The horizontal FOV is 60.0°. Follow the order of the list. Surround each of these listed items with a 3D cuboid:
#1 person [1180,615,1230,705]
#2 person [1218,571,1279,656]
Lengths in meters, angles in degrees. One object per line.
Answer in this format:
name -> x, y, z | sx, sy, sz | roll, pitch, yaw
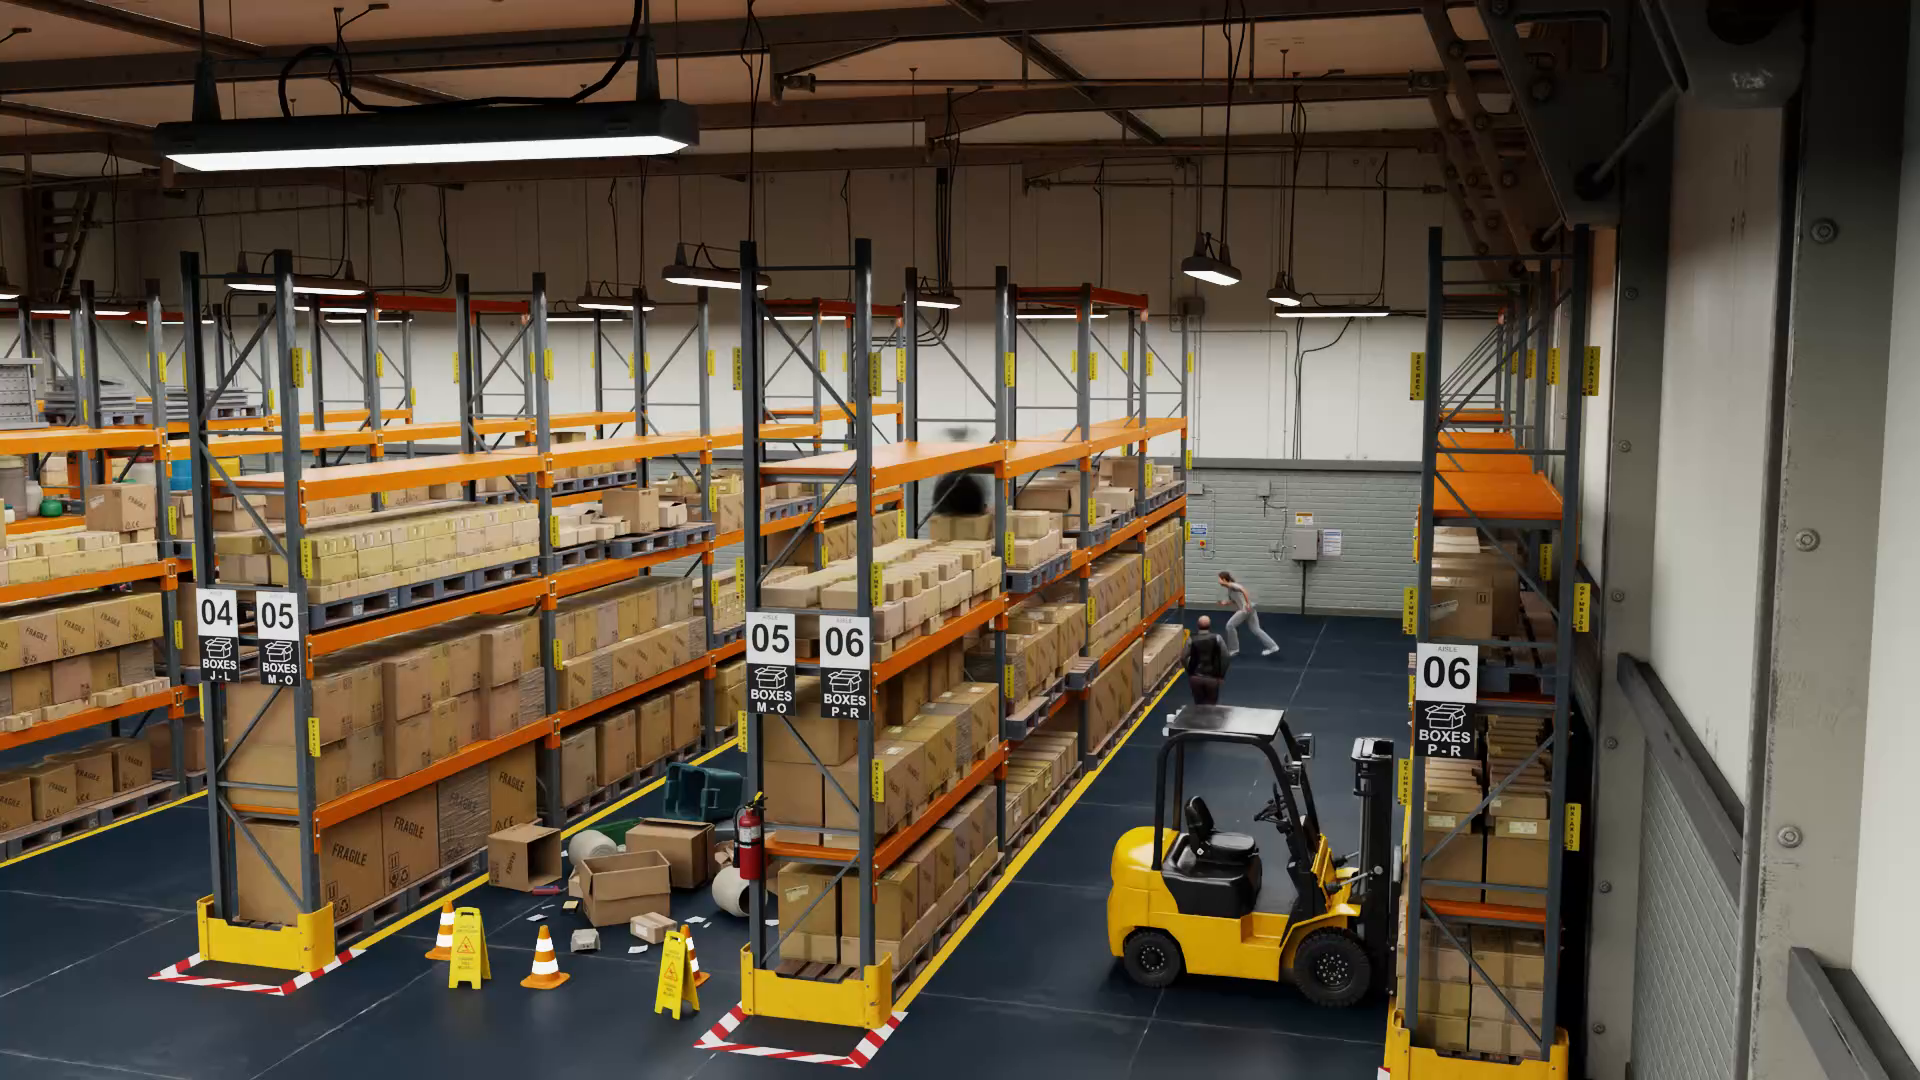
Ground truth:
person -> 3.293, 1.849, 22.372 | 0.664, 1.656, 0.554 | 1, 7, 13
person -> 4.949, 1.275, 28.463 | 1.080, 1.464, 0.547 | 2, 7, 16
